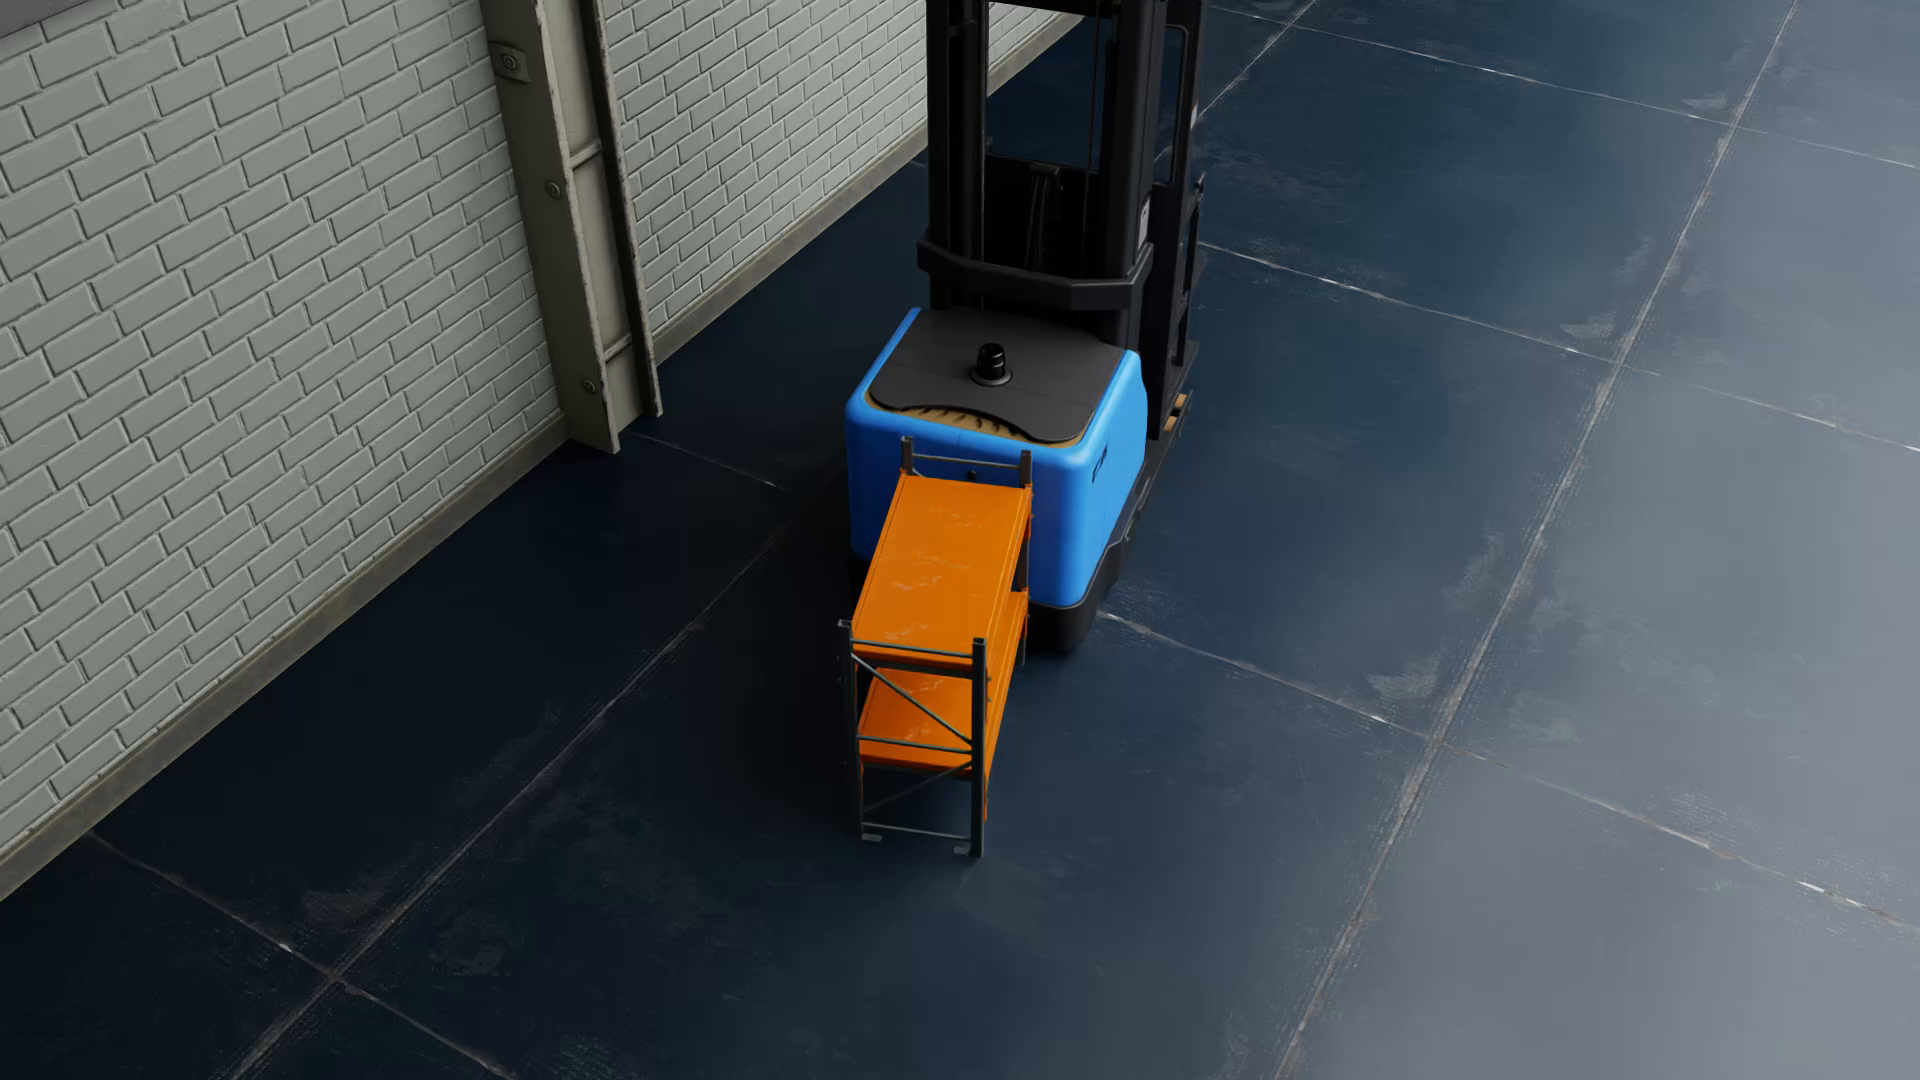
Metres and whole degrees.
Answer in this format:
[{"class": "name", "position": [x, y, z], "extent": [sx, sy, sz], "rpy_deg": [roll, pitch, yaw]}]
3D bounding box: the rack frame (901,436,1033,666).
[{"class": "rack frame", "position": [0.024, 0.066, 6.639], "extent": [0.500, 1.125, 0.032], "rpy_deg": [7, 42, 8]}]

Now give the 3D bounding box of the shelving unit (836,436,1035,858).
[{"class": "shelving unit", "position": [-0.068, 0.397, 6.264], "extent": [0.538, 1.125, 1.048], "rpy_deg": [7, 42, 8]}]

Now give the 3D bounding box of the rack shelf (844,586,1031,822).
[{"class": "rack shelf", "position": [-0.068, 0.580, 6.425], "extent": [0.538, 0.278, 1.000], "rpy_deg": [7, 42, 8]}]

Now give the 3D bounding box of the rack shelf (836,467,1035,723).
[{"class": "rack shelf", "position": [-0.068, 0.177, 6.070], "extent": [0.538, 0.278, 1.000], "rpy_deg": [7, 42, 8]}]

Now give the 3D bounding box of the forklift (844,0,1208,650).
[{"class": "forklift", "position": [0.504, -1.624, 7.192], "extent": [1.130, 2.935, 3.031], "rpy_deg": [13, 43, 15]}]

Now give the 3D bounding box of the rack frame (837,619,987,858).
[{"class": "rack frame", "position": [-0.161, 0.727, 5.889], "extent": [0.500, 1.125, 0.032], "rpy_deg": [7, 42, 8]}]

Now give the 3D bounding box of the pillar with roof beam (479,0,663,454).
[{"class": "pillar with roof beam", "position": [2.019, -2.529, 3.629], "extent": [9.100, 9.000, 0.400], "rpy_deg": [21, 45, 22]}]
